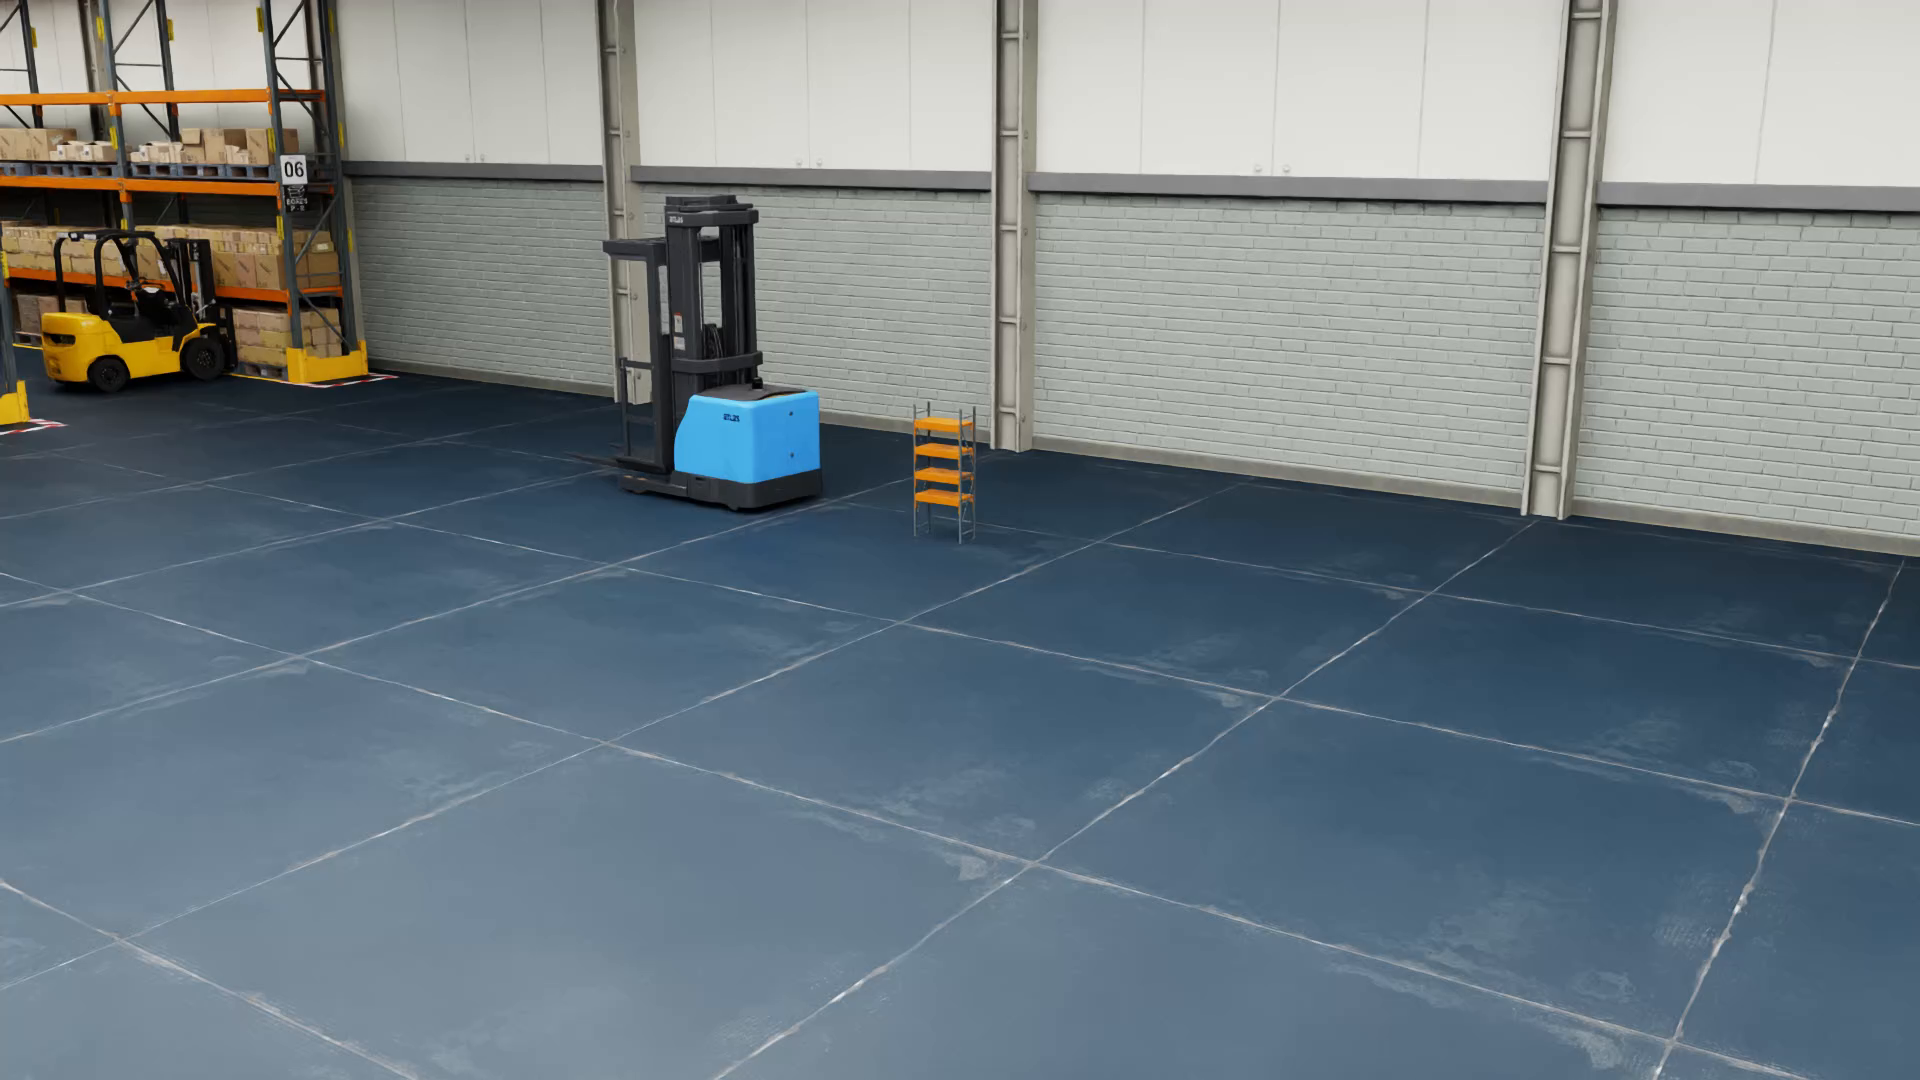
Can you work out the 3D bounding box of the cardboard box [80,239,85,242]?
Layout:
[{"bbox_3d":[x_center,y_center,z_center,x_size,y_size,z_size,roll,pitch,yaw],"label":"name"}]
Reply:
[{"bbox_3d":[-13.888,-4.873,26.708,0.250,0.149,0.380,9,16,31],"label":"cardboard box"}]

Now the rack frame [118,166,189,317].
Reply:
[{"bbox_3d":[-12.609,-4.377,26.263,0.127,3.000,1.000,9,17,33],"label":"rack frame"}]

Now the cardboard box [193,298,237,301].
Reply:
[{"bbox_3d":[-11.663,-3.639,26.050,0.500,0.250,0.500,9,16,32],"label":"cardboard box"}]

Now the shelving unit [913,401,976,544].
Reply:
[{"bbox_3d":[-0.137,-0.605,14.769,0.503,1.200,0.258,9,17,33],"label":"shelving unit"}]

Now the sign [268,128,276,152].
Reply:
[{"bbox_3d":[-9.604,-5.582,23.209,0.005,0.325,0.100,9,17,33],"label":"sign"}]

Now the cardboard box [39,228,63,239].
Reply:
[{"bbox_3d":[-14.929,-5.050,27.425,0.250,0.149,0.380,9,17,33],"label":"cardboard box"}]

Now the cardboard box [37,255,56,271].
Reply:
[{"bbox_3d":[-14.850,-4.596,27.461,0.500,0.250,0.500,9,16,31],"label":"cardboard box"}]

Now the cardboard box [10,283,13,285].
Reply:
[{"bbox_3d":[-17.060,-4.490,29.696,0.250,0.149,0.380,9,16,32],"label":"cardboard box"}]

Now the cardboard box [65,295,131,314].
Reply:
[{"bbox_3d":[-14.312,-3.702,27.604,0.625,0.625,0.875,8,16,31],"label":"cardboard box"}]

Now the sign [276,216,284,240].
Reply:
[{"bbox_3d":[-9.604,-4.411,23.499,0.005,0.325,0.100,9,17,33],"label":"sign"}]

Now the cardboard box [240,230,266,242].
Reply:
[{"bbox_3d":[-10.324,-4.459,24.418,0.250,0.149,0.380,9,17,33],"label":"cardboard box"}]

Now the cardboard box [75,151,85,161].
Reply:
[{"bbox_3d":[-13.690,-6.051,26.222,0.250,0.149,0.380,9,17,33],"label":"cardboard box"}]

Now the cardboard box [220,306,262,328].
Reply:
[{"bbox_3d":[-10.697,-3.328,24.791,0.500,0.250,0.500,9,17,34],"label":"cardboard box"}]

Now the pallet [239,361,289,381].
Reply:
[{"bbox_3d":[-9.947,-2.581,24.812,1.213,0.211,1.003,9,17,33],"label":"pallet"}]

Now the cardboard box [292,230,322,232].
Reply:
[{"bbox_3d":[-9.635,-4.484,24.519,0.250,0.149,0.380,10,17,35],"label":"cardboard box"}]

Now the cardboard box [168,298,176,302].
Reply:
[{"bbox_3d":[-12.382,-3.604,25.908,0.500,0.250,0.500,9,16,32],"label":"cardboard box"}]

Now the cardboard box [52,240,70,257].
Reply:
[{"bbox_3d":[-14.419,-4.771,27.124,0.500,0.250,0.500,9,17,34],"label":"cardboard box"}]

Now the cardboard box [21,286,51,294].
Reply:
[{"bbox_3d":[-16.186,-4.351,29.136,0.250,0.149,0.380,10,17,36],"label":"cardboard box"}]

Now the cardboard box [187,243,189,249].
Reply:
[{"bbox_3d":[-11.445,-4.468,25.072,0.250,0.149,0.380,9,16,31],"label":"cardboard box"}]

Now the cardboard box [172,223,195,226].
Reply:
[{"bbox_3d":[-12.175,-4.902,26.208,0.250,0.149,0.380,9,17,33],"label":"cardboard box"}]

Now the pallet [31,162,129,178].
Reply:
[{"bbox_3d":[-14.385,-6.055,27.193,1.213,0.211,1.003,10,17,35],"label":"pallet"}]

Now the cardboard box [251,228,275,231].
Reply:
[{"bbox_3d":[-10.467,-4.632,25.115,0.250,0.149,0.380,9,16,31],"label":"cardboard box"}]

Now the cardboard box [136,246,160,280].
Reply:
[{"bbox_3d":[-12.386,-4.314,25.800,0.500,0.500,0.500,9,16,31],"label":"cardboard box"}]

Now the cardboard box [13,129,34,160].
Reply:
[{"bbox_3d":[-14.988,-6.477,27.214,0.500,0.500,0.700,9,16,32],"label":"cardboard box"}]

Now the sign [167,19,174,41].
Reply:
[{"bbox_3d":[-12.278,-7.927,25.845,0.005,0.325,0.100,9,17,33],"label":"sign"}]

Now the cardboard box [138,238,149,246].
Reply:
[{"bbox_3d":[-12.491,-4.645,25.789,0.250,0.149,0.380,9,16,32],"label":"cardboard box"}]

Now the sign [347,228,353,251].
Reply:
[{"bbox_3d":[-8.975,-4.409,24.426,0.005,0.325,0.100,9,17,33],"label":"sign"}]

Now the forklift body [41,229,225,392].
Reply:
[{"bbox_3d":[-11.881,-3.319,23.756,1.214,2.155,2.313,9,17,33],"label":"forklift body"}]

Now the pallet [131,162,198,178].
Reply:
[{"bbox_3d":[-11.886,-5.681,25.472,1.213,0.211,1.003,9,17,33],"label":"pallet"}]

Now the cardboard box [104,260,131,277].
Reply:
[{"bbox_3d":[-13.173,-4.320,26.344,0.500,0.250,0.500,10,17,34],"label":"cardboard box"}]

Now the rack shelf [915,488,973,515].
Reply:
[{"bbox_3d":[-0.137,-0.347,14.833,0.480,0.148,0.258,9,17,33],"label":"rack shelf"}]

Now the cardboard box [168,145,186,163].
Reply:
[{"bbox_3d":[-11.546,-5.761,24.808,0.258,0.266,0.396,9,16,31],"label":"cardboard box"}]

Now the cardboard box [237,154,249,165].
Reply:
[{"bbox_3d":[-10.146,-5.478,23.908,0.250,0.149,0.380,9,16,31],"label":"cardboard box"}]

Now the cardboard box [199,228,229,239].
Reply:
[{"bbox_3d":[-11.180,-4.596,24.971,0.250,0.149,0.380,9,17,33],"label":"cardboard box"}]

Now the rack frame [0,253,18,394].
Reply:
[{"bbox_3d":[-12.057,-2.851,20.096,0.127,3.000,1.000,9,17,33],"label":"rack frame"}]

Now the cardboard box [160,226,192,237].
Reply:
[{"bbox_3d":[-12.026,-4.734,25.526,0.250,0.149,0.380,9,16,32],"label":"cardboard box"}]

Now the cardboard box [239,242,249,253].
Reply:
[{"bbox_3d":[-10.343,-4.306,24.416,0.250,0.149,0.380,9,17,32],"label":"cardboard box"}]

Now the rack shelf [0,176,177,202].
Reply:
[{"bbox_3d":[-14.268,-5.752,27.073,4.000,0.370,1.077,9,17,33],"label":"rack shelf"}]

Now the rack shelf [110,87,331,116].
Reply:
[{"bbox_3d":[-10.949,-6.478,24.593,4.000,0.370,1.077,9,17,33],"label":"rack shelf"}]

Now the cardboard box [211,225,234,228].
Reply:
[{"bbox_3d":[-11.316,-4.768,25.664,0.250,0.149,0.380,9,16,32],"label":"cardboard box"}]

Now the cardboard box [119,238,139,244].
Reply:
[{"bbox_3d":[-13.016,-4.742,26.179,0.250,0.149,0.380,10,17,35],"label":"cardboard box"}]

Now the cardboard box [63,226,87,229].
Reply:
[{"bbox_3d":[-14.842,-5.195,28.009,0.250,0.149,0.380,9,16,32],"label":"cardboard box"}]

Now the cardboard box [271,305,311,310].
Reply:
[{"bbox_3d":[-9.999,-3.364,24.937,0.500,0.250,0.500,9,17,33],"label":"cardboard box"}]

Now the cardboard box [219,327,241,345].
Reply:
[{"bbox_3d":[-10.718,-3.090,24.871,0.500,0.250,0.500,9,16,32],"label":"cardboard box"}]

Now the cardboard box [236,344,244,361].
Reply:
[{"bbox_3d":[-10.673,-2.847,24.932,0.500,0.250,0.500,9,17,33],"label":"cardboard box"}]

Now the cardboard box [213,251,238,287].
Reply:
[{"bbox_3d":[-10.695,-4.043,24.705,0.500,0.500,0.500,9,16,32],"label":"cardboard box"}]

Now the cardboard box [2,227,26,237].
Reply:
[{"bbox_3d":[-15.827,-5.176,27.930,0.250,0.149,0.380,10,17,34],"label":"cardboard box"}]

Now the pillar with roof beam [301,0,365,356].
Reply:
[{"bbox_3d":[-11.767,-6.168,21.011,0.400,9.000,9.100,9,17,33],"label":"pillar with roof beam"}]

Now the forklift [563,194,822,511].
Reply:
[{"bbox_3d":[-2.828,-1.970,16.680,3.031,2.935,1.130,11,18,37],"label":"forklift"}]
